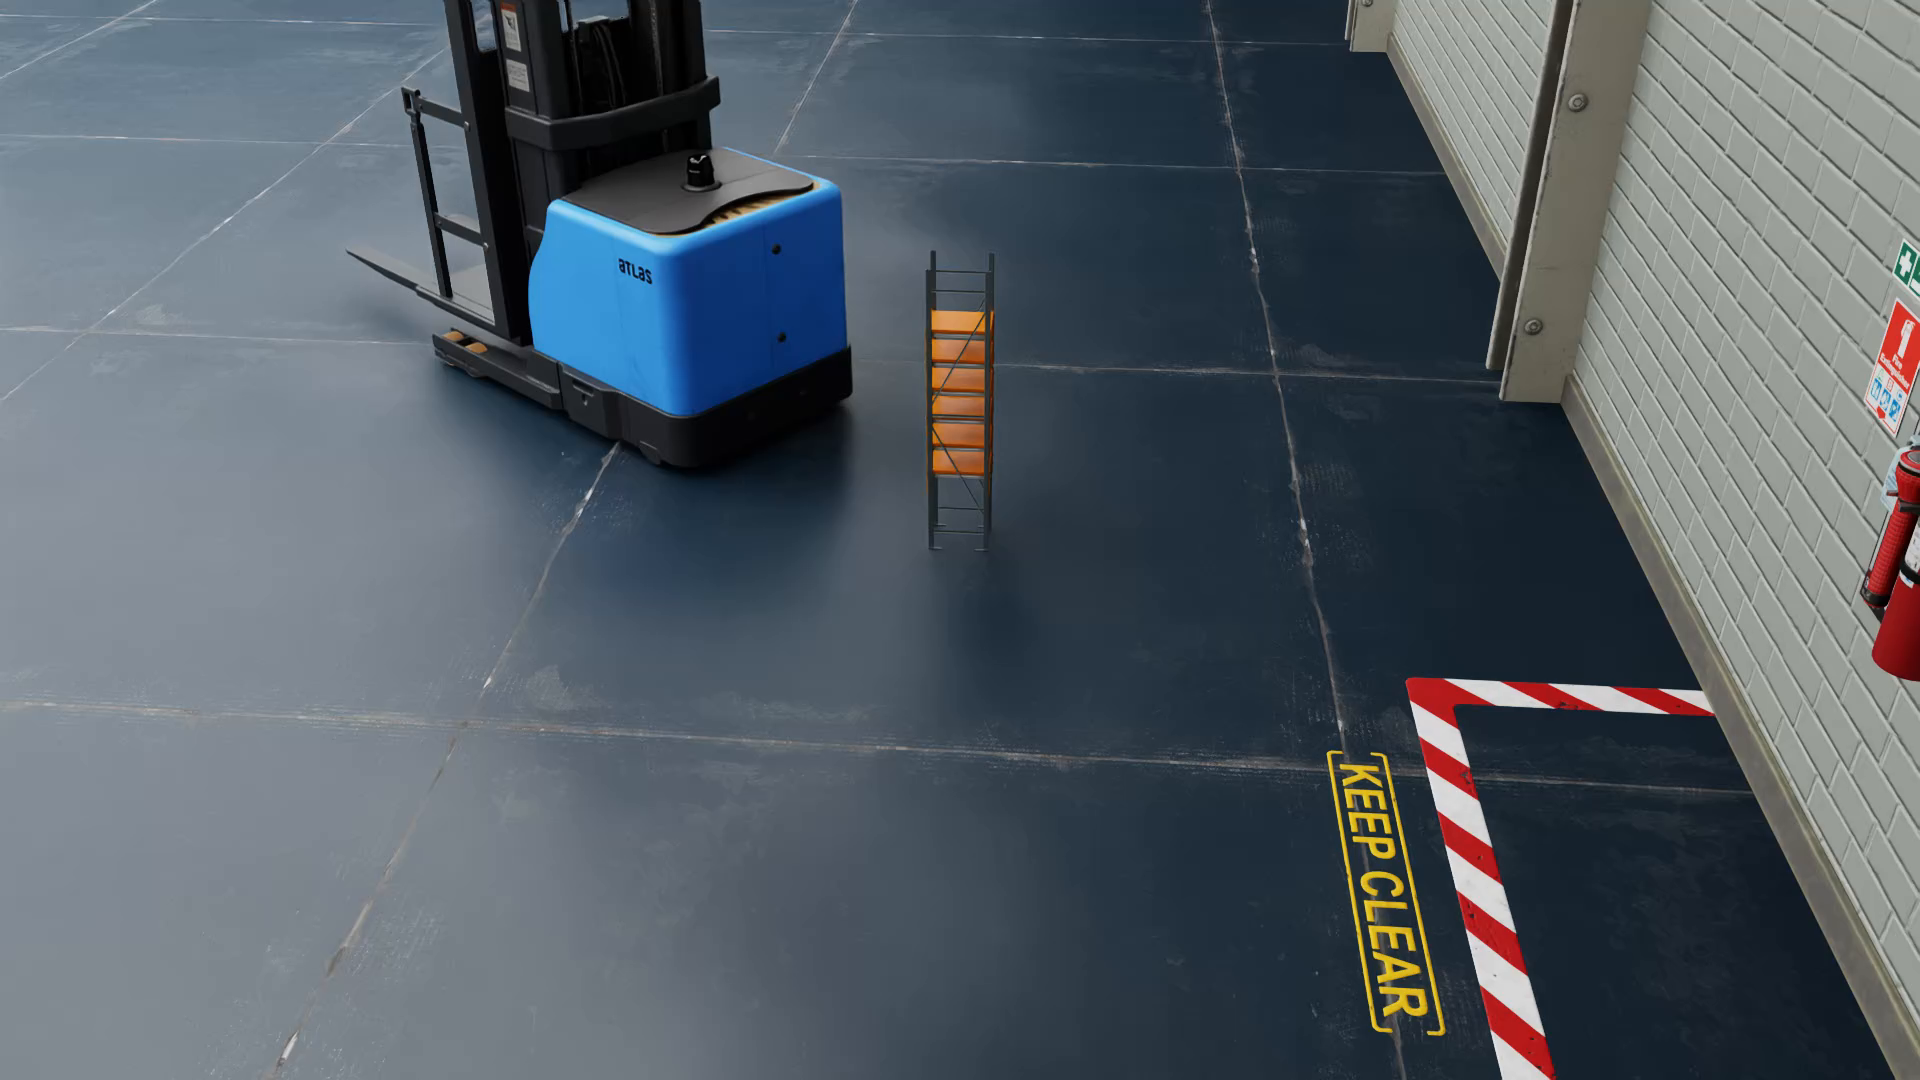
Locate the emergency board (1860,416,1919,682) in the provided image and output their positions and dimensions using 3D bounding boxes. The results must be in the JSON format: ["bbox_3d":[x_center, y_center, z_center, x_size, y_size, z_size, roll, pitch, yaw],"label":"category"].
[{"bbox_3d":[2.463,-0.182,4.186,0.194,1.169,0.643,2,32,4],"label":"emergency board"}]

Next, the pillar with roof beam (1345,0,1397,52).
[{"bbox_3d":[-1.090,-7.904,10.998,9.100,9.000,0.400,2,32,4],"label":"pillar with roof beam"}]

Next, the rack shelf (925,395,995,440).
[{"bbox_3d":[0.001,-0.481,6.471,0.258,0.103,0.180,2,32,4],"label":"rack shelf"}]

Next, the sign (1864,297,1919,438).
[{"bbox_3d":[2.610,-0.481,4.638,0.001,0.329,0.234,2,32,4],"label":"sign"}]

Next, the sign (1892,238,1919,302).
[{"bbox_3d":[2.601,-0.705,4.496,0.001,0.109,0.331,2,32,4],"label":"sign"}]

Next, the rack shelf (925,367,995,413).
[{"bbox_3d":[0.001,-0.583,6.408,0.258,0.103,0.180,2,32,4],"label":"rack shelf"}]

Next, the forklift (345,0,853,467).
[{"bbox_3d":[-1.930,-2.211,7.544,3.031,2.935,1.130,25,40,35],"label":"forklift"}]

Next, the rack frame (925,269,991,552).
[{"bbox_3d":[-0.006,-0.471,6.370,0.240,1.200,0.006,2,32,4],"label":"rack frame"}]

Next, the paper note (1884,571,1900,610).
[{"bbox_3d":[2.546,0.104,4.562,0.016,0.148,0.142,2,32,4],"label":"paper note"}]

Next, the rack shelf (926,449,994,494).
[{"bbox_3d":[0.001,-0.276,6.597,0.258,0.103,0.180,2,32,4],"label":"rack shelf"}]

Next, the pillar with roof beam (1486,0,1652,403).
[{"bbox_3d":[-1.579,-4.766,5.907,9.100,9.000,0.400,2,32,4],"label":"pillar with roof beam"}]

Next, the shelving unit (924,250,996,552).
[{"bbox_3d":[0.001,-0.518,6.447,0.258,1.200,0.189,2,32,4],"label":"shelving unit"}]

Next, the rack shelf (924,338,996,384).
[{"bbox_3d":[0.001,-0.685,6.345,0.258,0.103,0.180,2,32,4],"label":"rack shelf"}]

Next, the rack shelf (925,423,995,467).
[{"bbox_3d":[0.001,-0.378,6.534,0.258,0.103,0.180,2,32,4],"label":"rack shelf"}]

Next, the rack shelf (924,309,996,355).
[{"bbox_3d":[0.001,-0.787,6.282,0.258,0.103,0.180,2,32,4],"label":"rack shelf"}]

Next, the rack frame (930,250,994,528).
[{"bbox_3d":[0.009,-0.566,6.525,0.240,1.200,0.006,2,32,4],"label":"rack frame"}]
